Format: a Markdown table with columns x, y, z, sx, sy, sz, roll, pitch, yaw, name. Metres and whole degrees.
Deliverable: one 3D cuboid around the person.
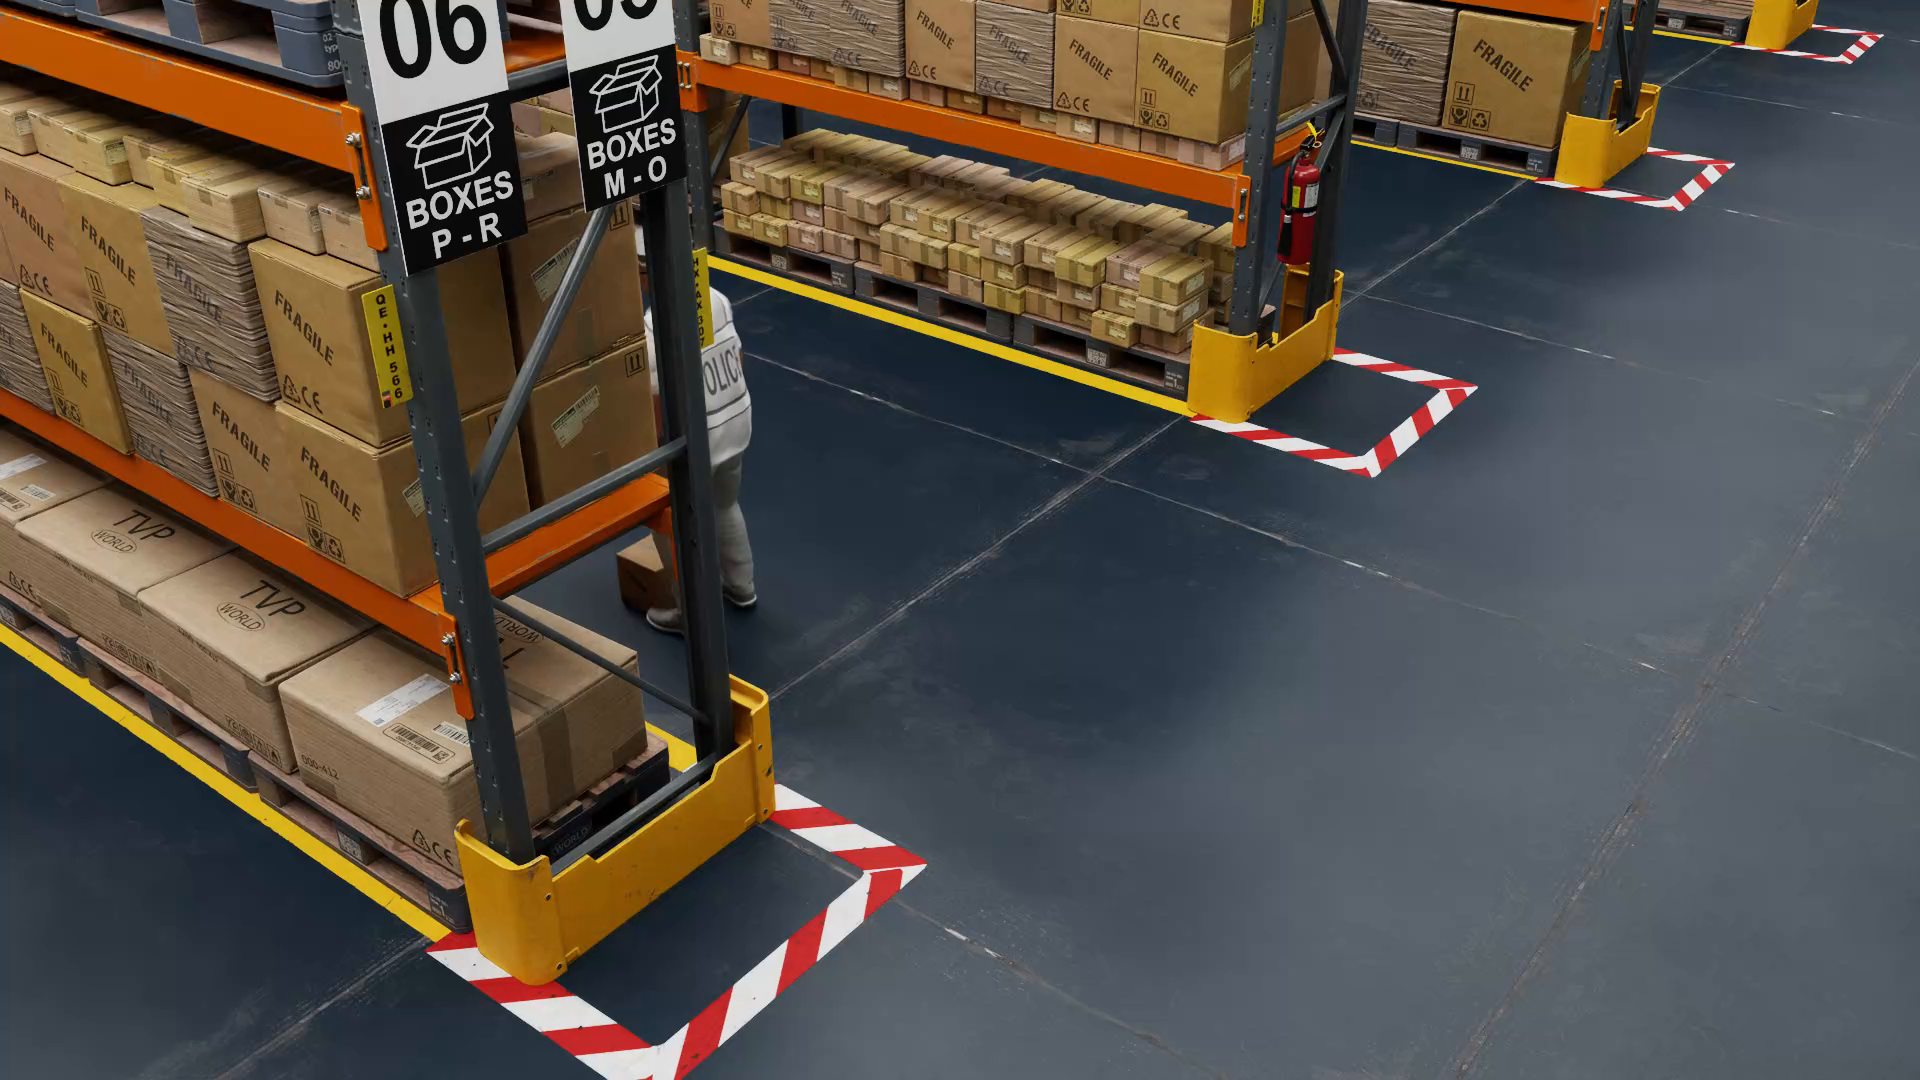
| x | y | z | sx | sy | sz | roll | pitch | yaw | name |
| --- | --- | --- | --- | --- | --- | --- | --- | --- | --- |
| -1.093 | -0.412 | 6.820 | 0.437 | 1.747 | 0.582 | 19 | 36 | 29 | person |
